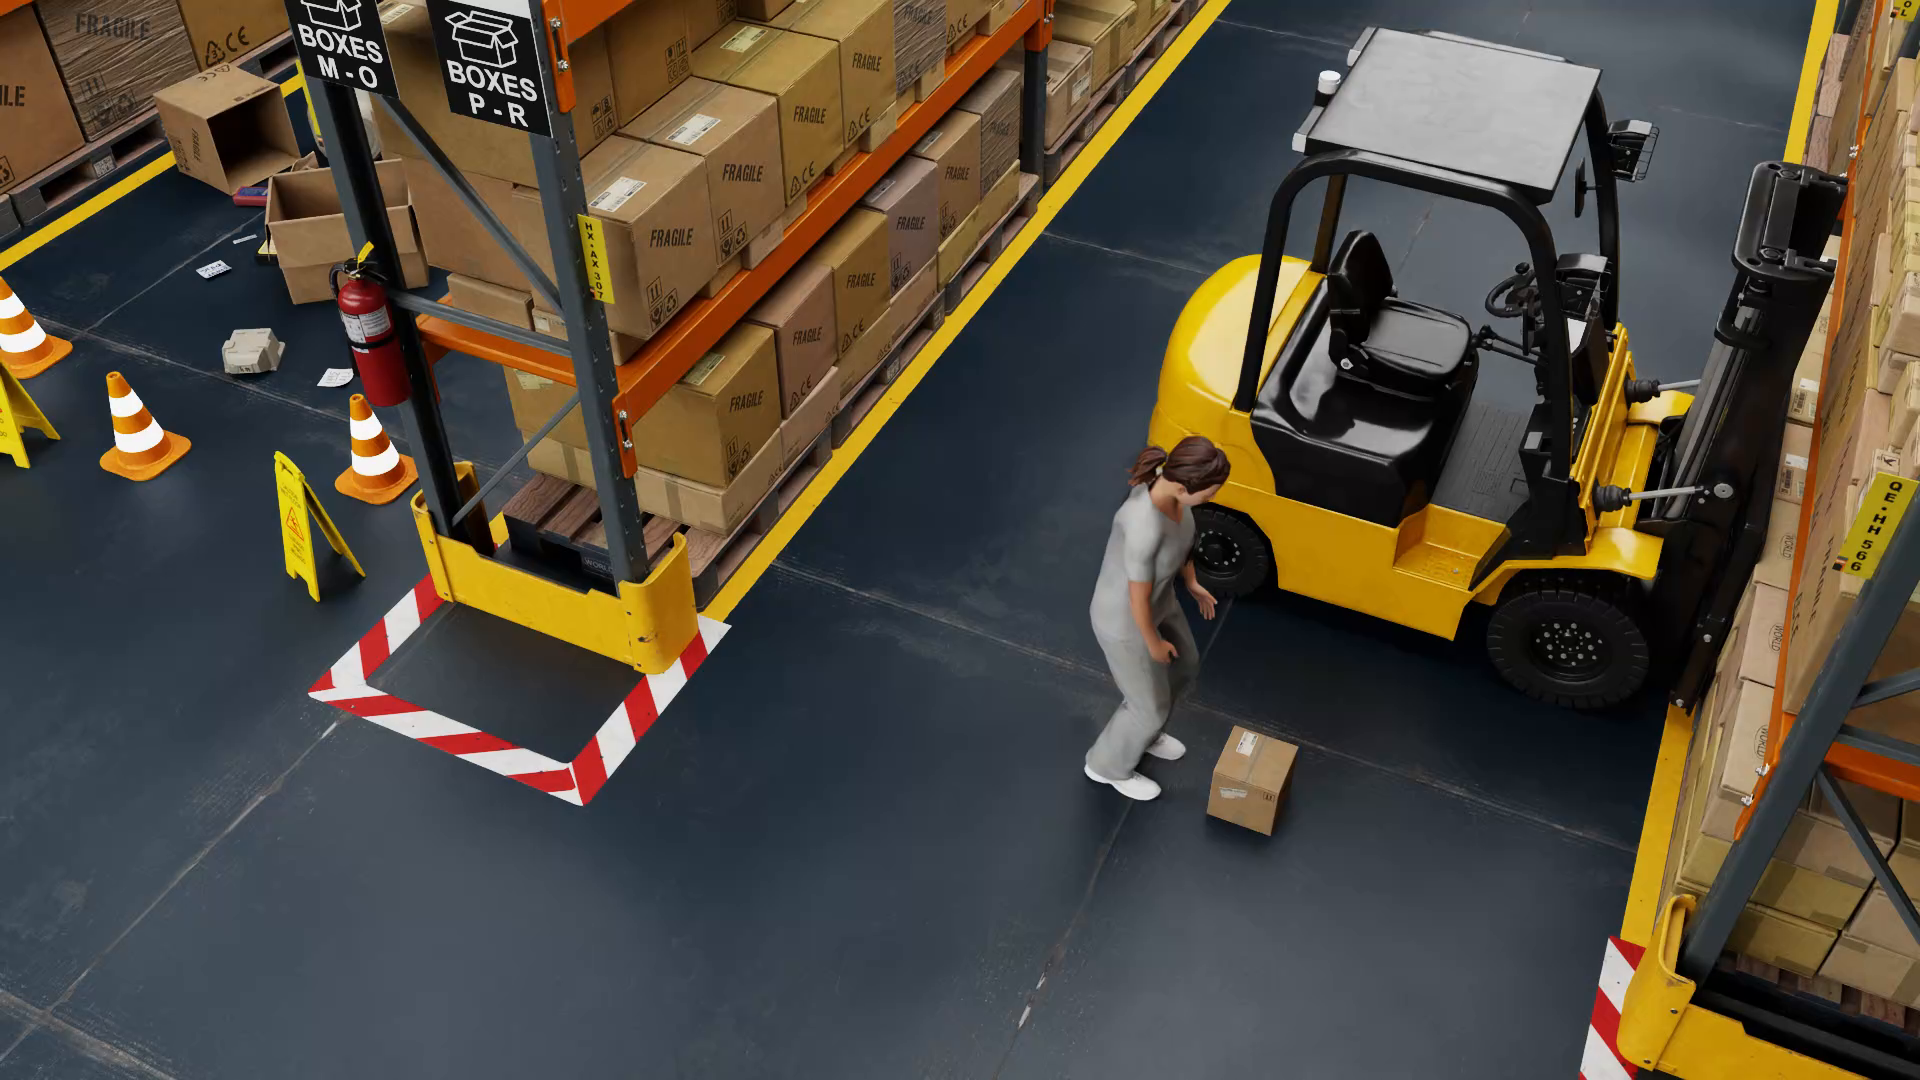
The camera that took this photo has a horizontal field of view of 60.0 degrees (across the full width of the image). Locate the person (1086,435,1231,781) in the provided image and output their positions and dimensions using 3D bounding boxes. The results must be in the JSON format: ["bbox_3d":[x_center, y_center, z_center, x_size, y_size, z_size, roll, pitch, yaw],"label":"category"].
[{"bbox_3d":[0.689,0.233,5.912,0.406,1.559,0.464,19,45,19],"label":"person"}]
